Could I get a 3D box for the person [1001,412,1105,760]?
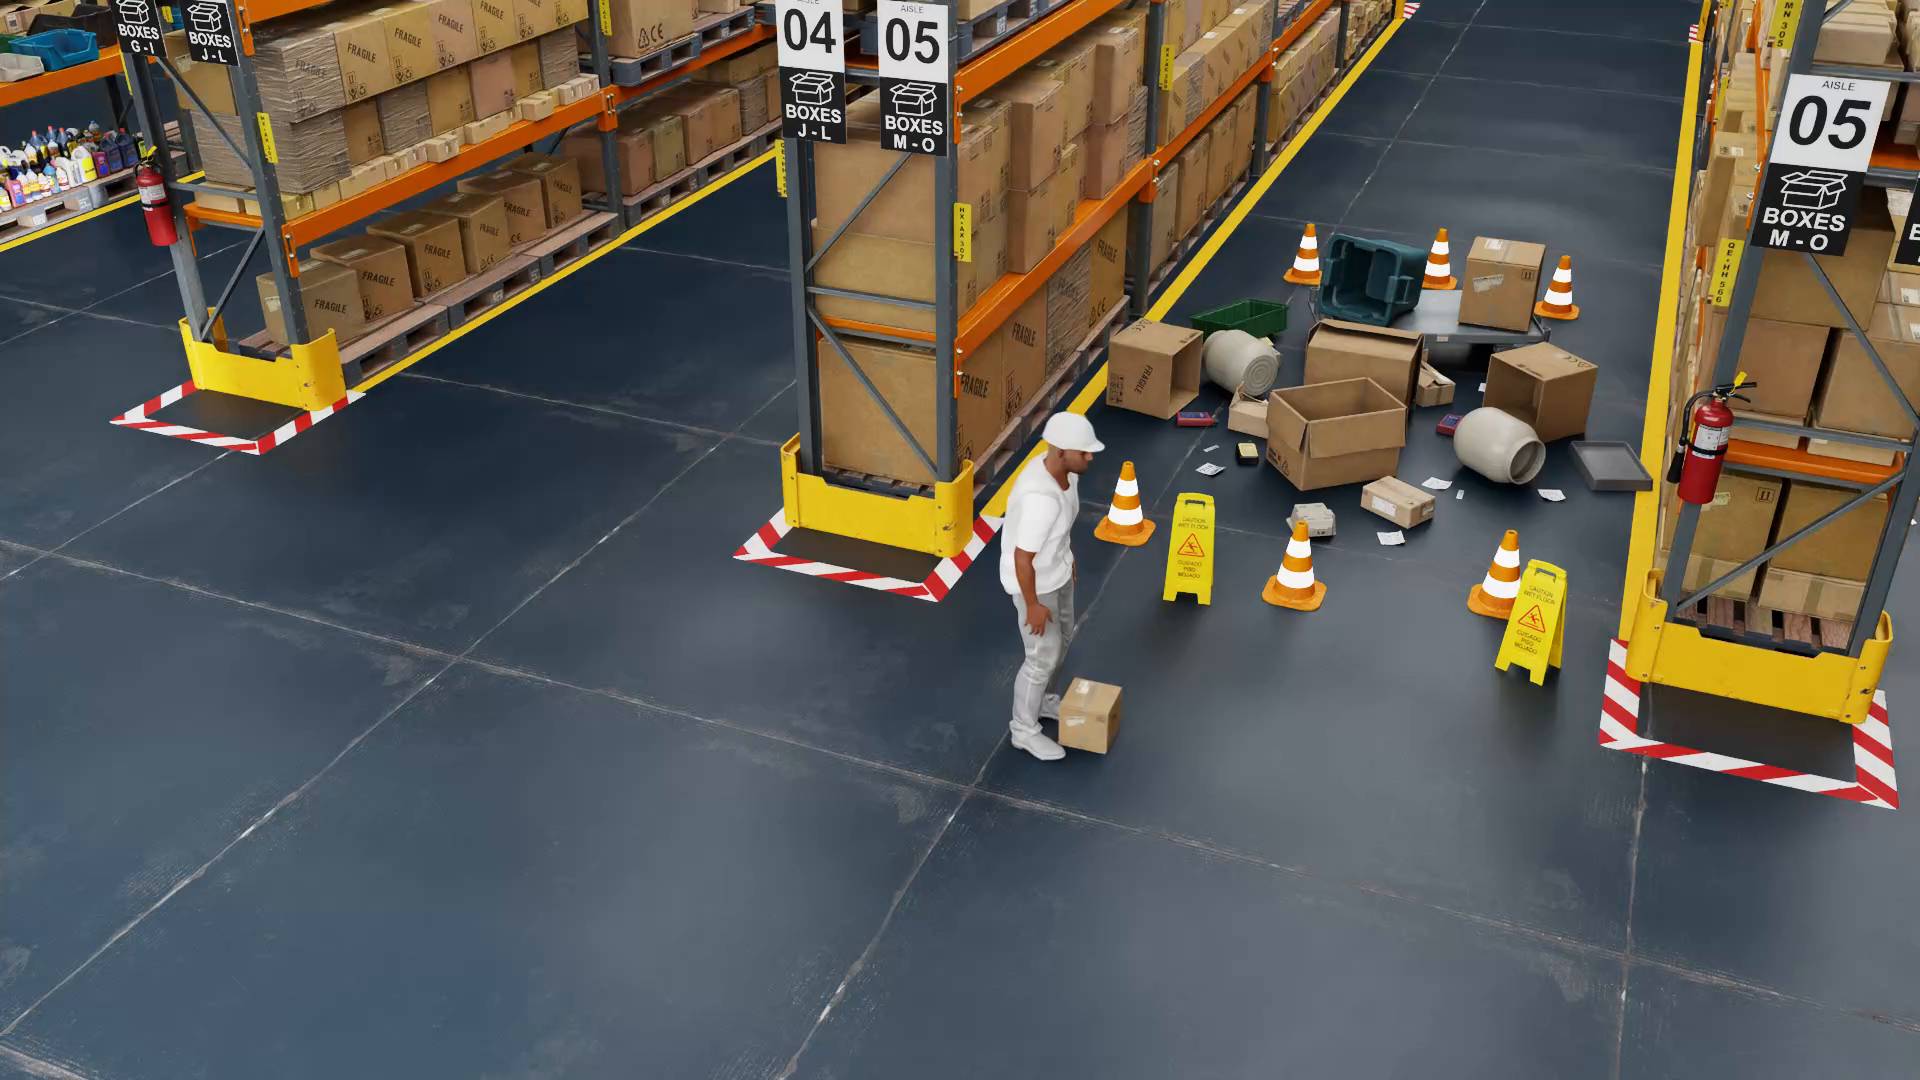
[{"bbox_3d":[0.439,0.192,8.043,0.458,1.757,0.626,11,31,19],"label":"person"}]
